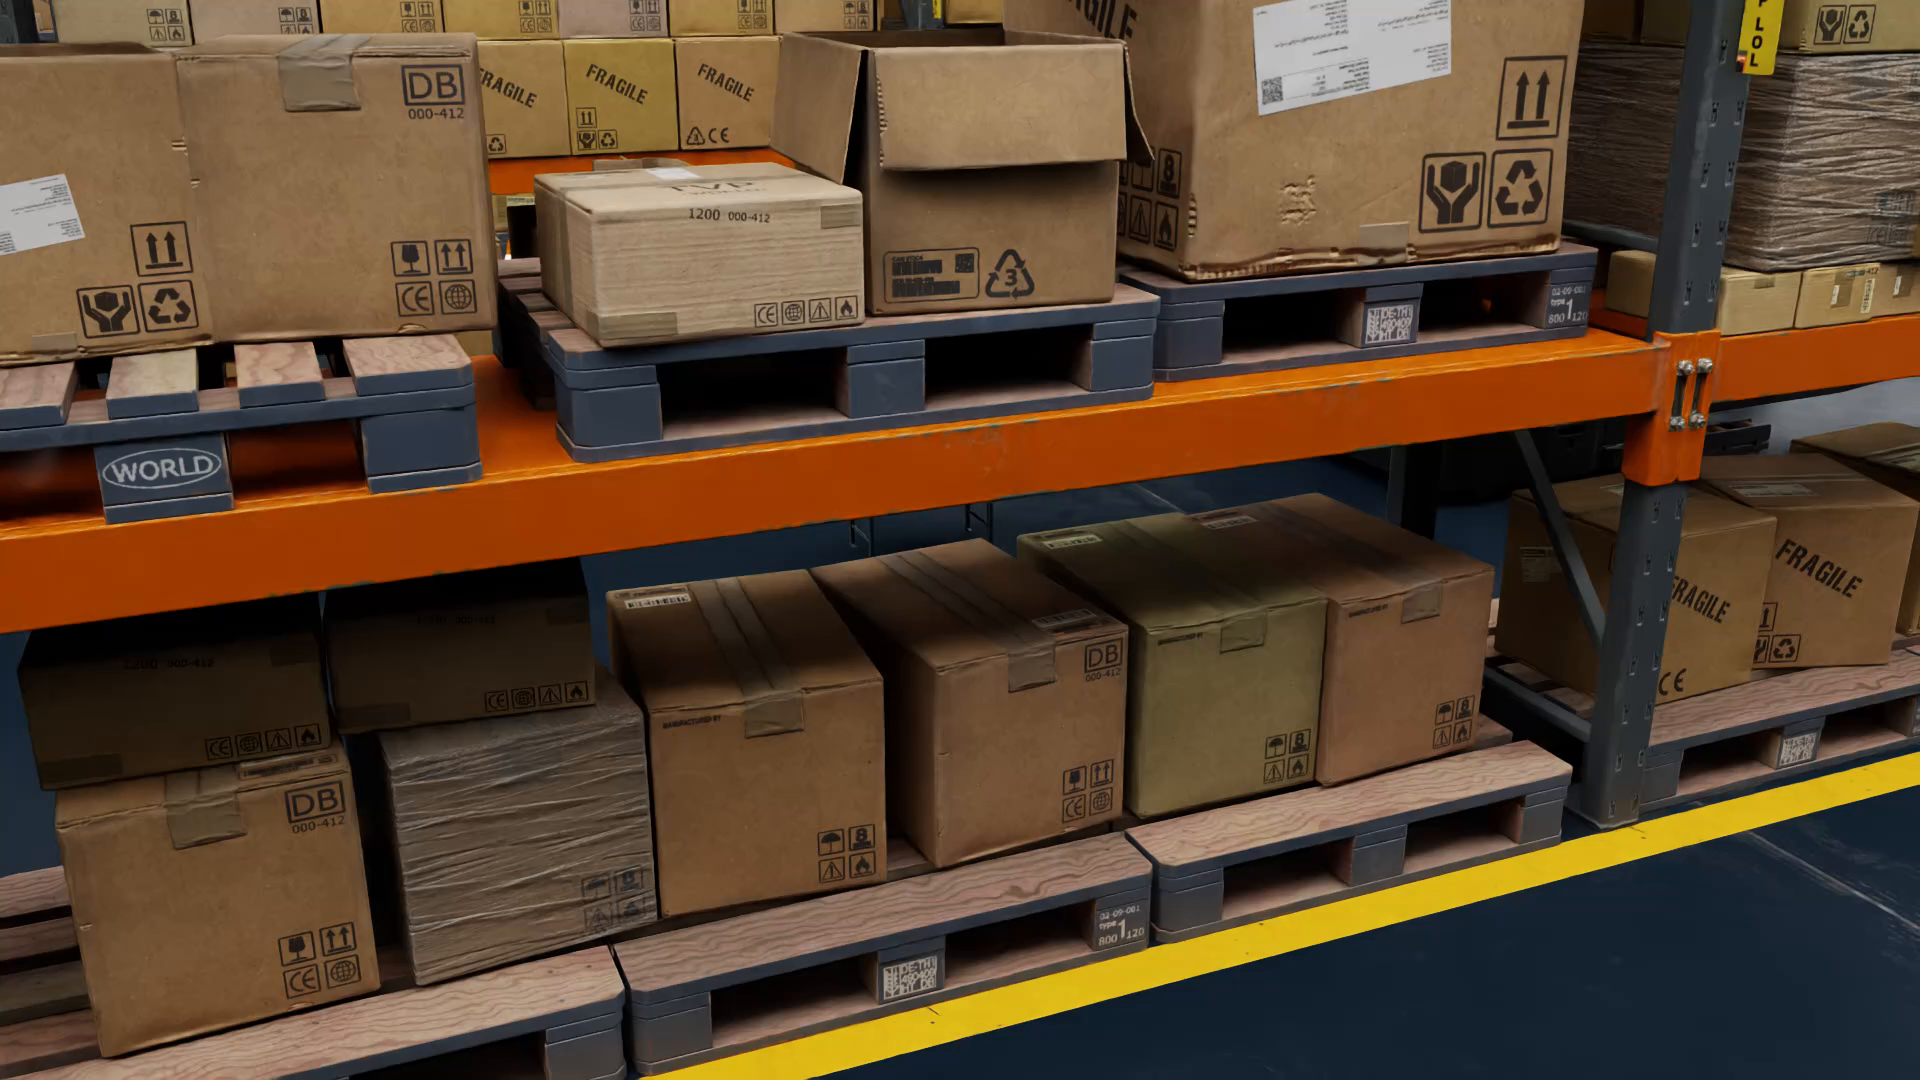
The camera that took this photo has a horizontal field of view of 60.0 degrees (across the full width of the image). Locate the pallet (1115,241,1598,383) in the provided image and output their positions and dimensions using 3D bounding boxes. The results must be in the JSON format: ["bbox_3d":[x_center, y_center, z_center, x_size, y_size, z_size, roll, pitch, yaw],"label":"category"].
[{"bbox_3d":[0.776,-0.662,4.174,1.213,0.211,1.003,-8,21,-22],"label":"pallet"}]

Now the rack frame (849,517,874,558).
[{"bbox_3d":[-0.376,-0.512,6.170,0.015,1.200,0.240,-8,21,-22],"label":"rack frame"}]

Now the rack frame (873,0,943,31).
[{"bbox_3d":[-0.337,-2.334,8.635,0.127,3.000,1.000,-8,21,-22],"label":"rack frame"}]

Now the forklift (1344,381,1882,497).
[{"bbox_3d":[3.126,-1.876,7.438,3.031,2.935,1.130,-9,21,-24],"label":"forklift"}]

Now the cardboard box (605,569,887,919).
[{"bbox_3d":[-0.508,0.441,3.853,0.500,0.500,0.700,-6,20,-17],"label":"cardboard box"}]

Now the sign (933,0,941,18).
[{"bbox_3d":[-0.113,-2.679,7.990,0.005,0.325,0.100,-8,21,-22],"label":"sign"}]

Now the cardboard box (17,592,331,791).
[{"bbox_3d":[-1.534,0.238,3.301,0.500,0.250,0.500,-7,21,-20],"label":"cardboard box"}]

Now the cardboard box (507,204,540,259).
[{"bbox_3d":[-1.758,-1.236,8.272,0.750,0.750,1.050,-8,21,-22],"label":"cardboard box"}]

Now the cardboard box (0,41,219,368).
[{"bbox_3d":[-1.658,-0.611,2.957,0.500,0.500,0.500,-11,22,-29],"label":"cardboard box"}]

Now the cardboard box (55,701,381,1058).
[{"bbox_3d":[-1.530,0.595,3.417,0.500,0.500,0.700,-9,21,-25],"label":"cardboard box"}]

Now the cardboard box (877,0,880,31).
[{"bbox_3d":[-0.958,-4.126,13.126,0.500,0.500,0.500,-8,21,-22],"label":"cardboard box"}]

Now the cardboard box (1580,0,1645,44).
[{"bbox_3d":[1.839,-1.611,4.476,0.500,0.500,0.500,-8,21,-22],"label":"cardboard box"}]

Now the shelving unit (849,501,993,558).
[{"bbox_3d":[-0.152,-0.544,6.261,0.503,1.200,0.258,-8,21,-22],"label":"shelving unit"}]

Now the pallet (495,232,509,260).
[{"bbox_3d":[-3.104,-2.412,13.056,1.213,0.211,1.003,-8,21,-22],"label":"pallet"}]

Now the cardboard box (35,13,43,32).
[{"bbox_3d":[-8.484,-4.694,15.082,0.250,0.149,0.380,-8,21,-21],"label":"cardboard box"}]

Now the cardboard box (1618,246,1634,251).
[{"bbox_3d":[1.849,-0.838,4.763,0.250,0.149,0.380,-8,21,-22],"label":"cardboard box"}]

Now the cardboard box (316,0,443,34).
[{"bbox_3d":[-2.659,-2.518,7.501,0.500,0.500,0.700,-8,21,-23],"label":"cardboard box"}]

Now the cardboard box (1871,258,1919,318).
[{"bbox_3d":[2.305,-0.697,4.363,0.250,0.149,0.380,-8,21,-22],"label":"cardboard box"}]

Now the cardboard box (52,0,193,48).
[{"bbox_3d":[-3.593,-2.383,7.117,0.500,0.500,0.700,-8,21,-22],"label":"cardboard box"}]

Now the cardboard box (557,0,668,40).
[{"bbox_3d":[-1.726,-2.651,7.880,0.500,0.500,0.700,-8,21,-21],"label":"cardboard box"}]

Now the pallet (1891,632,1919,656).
[{"bbox_3d":[3.260,0.246,5.506,1.213,0.211,1.003,-8,21,-22],"label":"pallet"}]

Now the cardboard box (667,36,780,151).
[{"bbox_3d":[-1.174,-2.165,8.003,0.500,0.500,0.500,-8,21,-23],"label":"cardboard box"}]

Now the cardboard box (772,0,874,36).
[{"bbox_3d":[-0.790,-2.786,8.262,0.500,0.500,0.700,-9,21,-23],"label":"cardboard box"}]

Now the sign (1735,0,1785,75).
[{"bbox_3d":[1.758,-1.186,3.630,0.005,0.325,0.100,-8,21,-22],"label":"sign"}]

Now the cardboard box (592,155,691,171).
[{"bbox_3d":[-0.713,-0.719,3.617,0.258,0.266,0.396,-9,21,-23],"label":"cardboard box"}]

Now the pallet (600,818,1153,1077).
[{"bbox_3d":[-0.301,0.771,4.013,1.213,0.211,1.003,-8,21,-22],"label":"pallet"}]

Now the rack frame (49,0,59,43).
[{"bbox_3d":[-6.063,-3.304,11.390,0.127,3.000,1.000,-8,21,-22],"label":"rack frame"}]

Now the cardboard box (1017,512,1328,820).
[{"bbox_3d":[0.517,0.294,4.271,0.500,0.500,0.700,-8,21,-22],"label":"cardboard box"}]

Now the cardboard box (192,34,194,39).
[{"bbox_3d":[-5.149,-3.419,11.461,0.250,0.149,0.380,-10,22,-25],"label":"cardboard box"}]

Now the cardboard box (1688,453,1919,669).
[{"bbox_3d":[2.441,0.054,4.982,0.500,0.500,0.500,-2,19,-5],"label":"cardboard box"}]

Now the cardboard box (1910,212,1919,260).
[{"bbox_3d":[2.446,-1.091,4.507,0.500,0.500,0.875,-8,21,-22],"label":"cardboard box"}]

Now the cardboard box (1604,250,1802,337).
[{"bbox_3d":[1.852,-0.627,4.163,0.250,0.149,0.380,-8,21,-22],"label":"cardboard box"}]

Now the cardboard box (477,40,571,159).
[{"bbox_3d":[-2.103,-2.031,7.623,0.500,0.500,0.500,-8,21,-22],"label":"cardboard box"}]

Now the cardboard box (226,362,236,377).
[{"bbox_3d":[-3.415,-0.998,7.594,0.750,0.750,1.050,-8,21,-23],"label":"cardboard box"}]

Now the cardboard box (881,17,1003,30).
[{"bbox_3d":[-0.003,-2.457,8.758,0.550,0.550,0.875,-8,21,-22],"label":"cardboard box"}]

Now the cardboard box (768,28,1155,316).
[{"bbox_3d":[-0.020,-0.799,3.487,0.637,0.503,0.797,-6,20,-16],"label":"cardboard box"}]

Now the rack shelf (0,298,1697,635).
[{"bbox_3d":[-0.301,-0.206,3.674,4.000,0.370,1.077,-8,21,-22],"label":"rack shelf"}]

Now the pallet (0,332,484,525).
[{"bbox_3d":[-1.525,-0.318,3.198,1.003,0.211,1.213,-8,21,-22],"label":"pallet"}]
